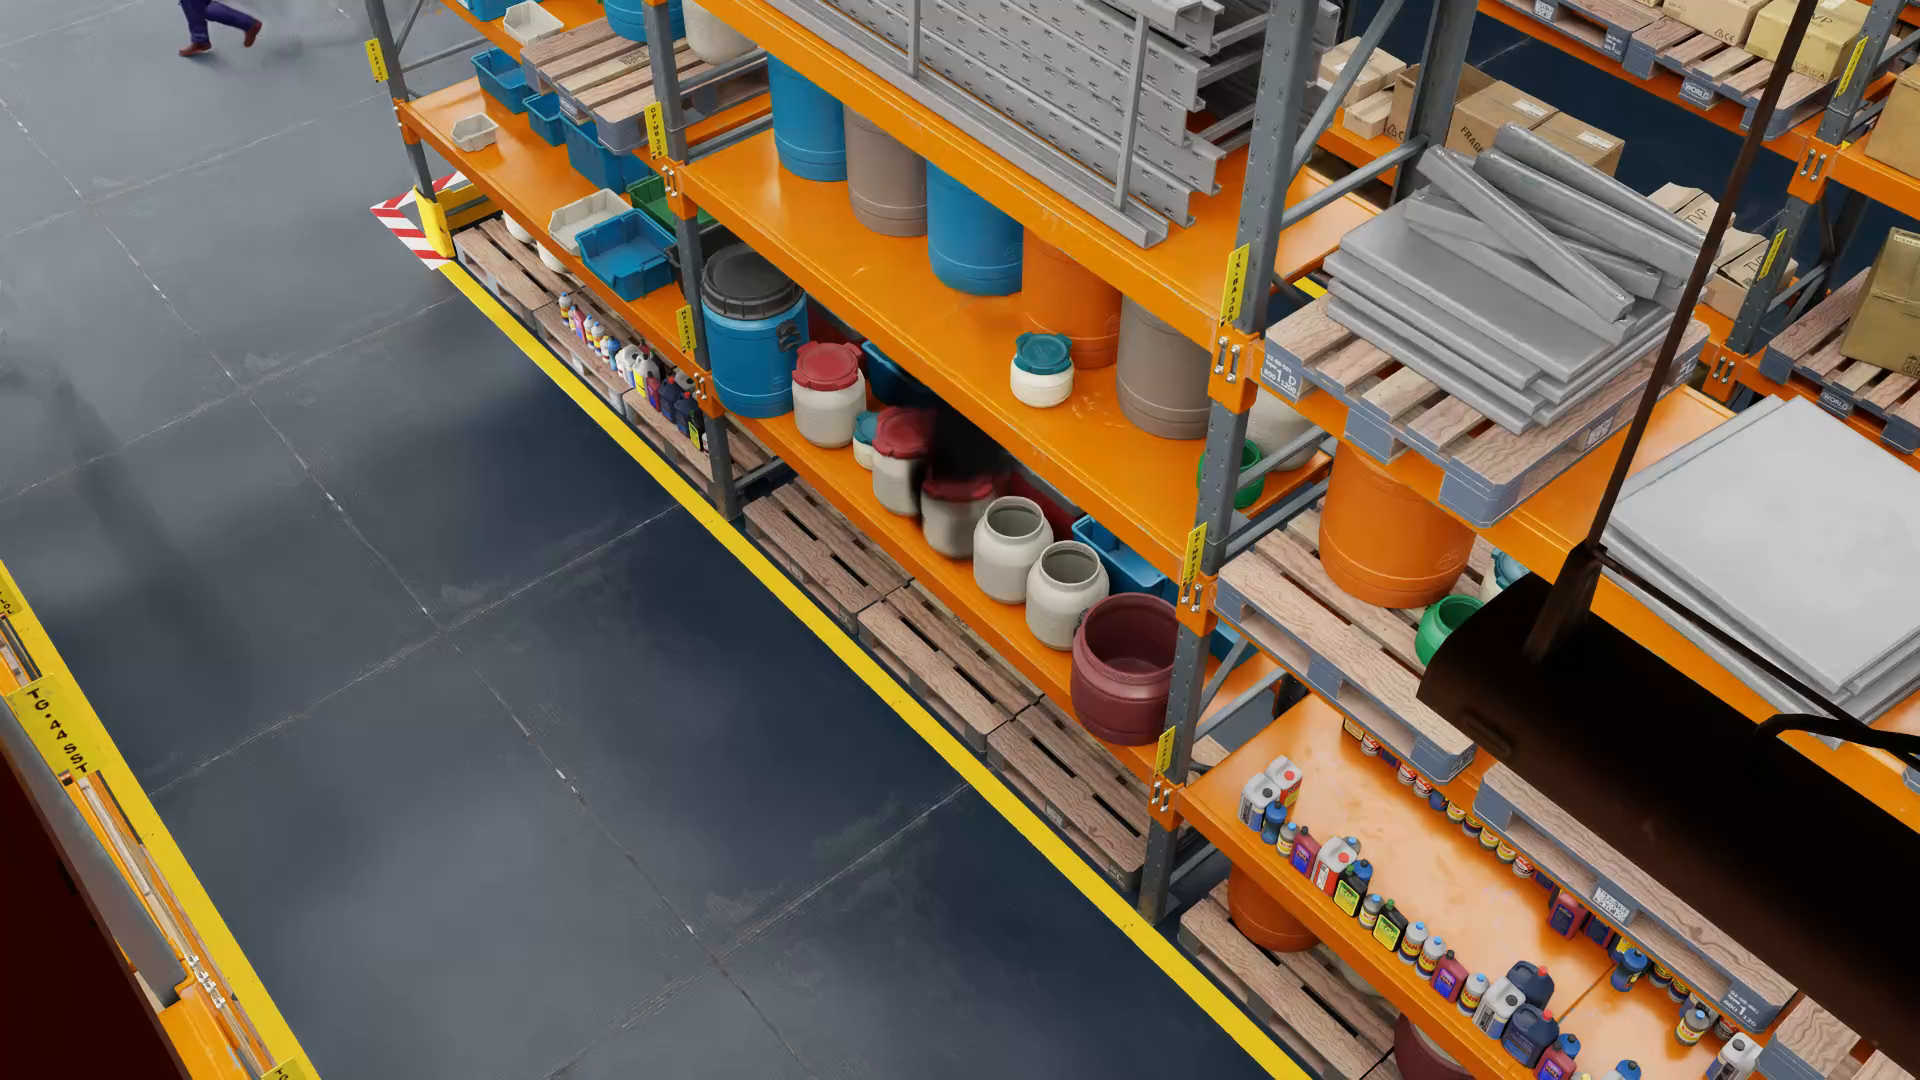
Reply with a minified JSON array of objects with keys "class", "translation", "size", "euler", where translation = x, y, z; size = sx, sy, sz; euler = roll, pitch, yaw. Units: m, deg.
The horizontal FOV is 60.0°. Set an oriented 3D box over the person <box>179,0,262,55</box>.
[{"class":"person","translation":[-6.738,-5.061,14.660],"size":[0.807,1.630,0.611],"euler":[-11,47,-10]}]
